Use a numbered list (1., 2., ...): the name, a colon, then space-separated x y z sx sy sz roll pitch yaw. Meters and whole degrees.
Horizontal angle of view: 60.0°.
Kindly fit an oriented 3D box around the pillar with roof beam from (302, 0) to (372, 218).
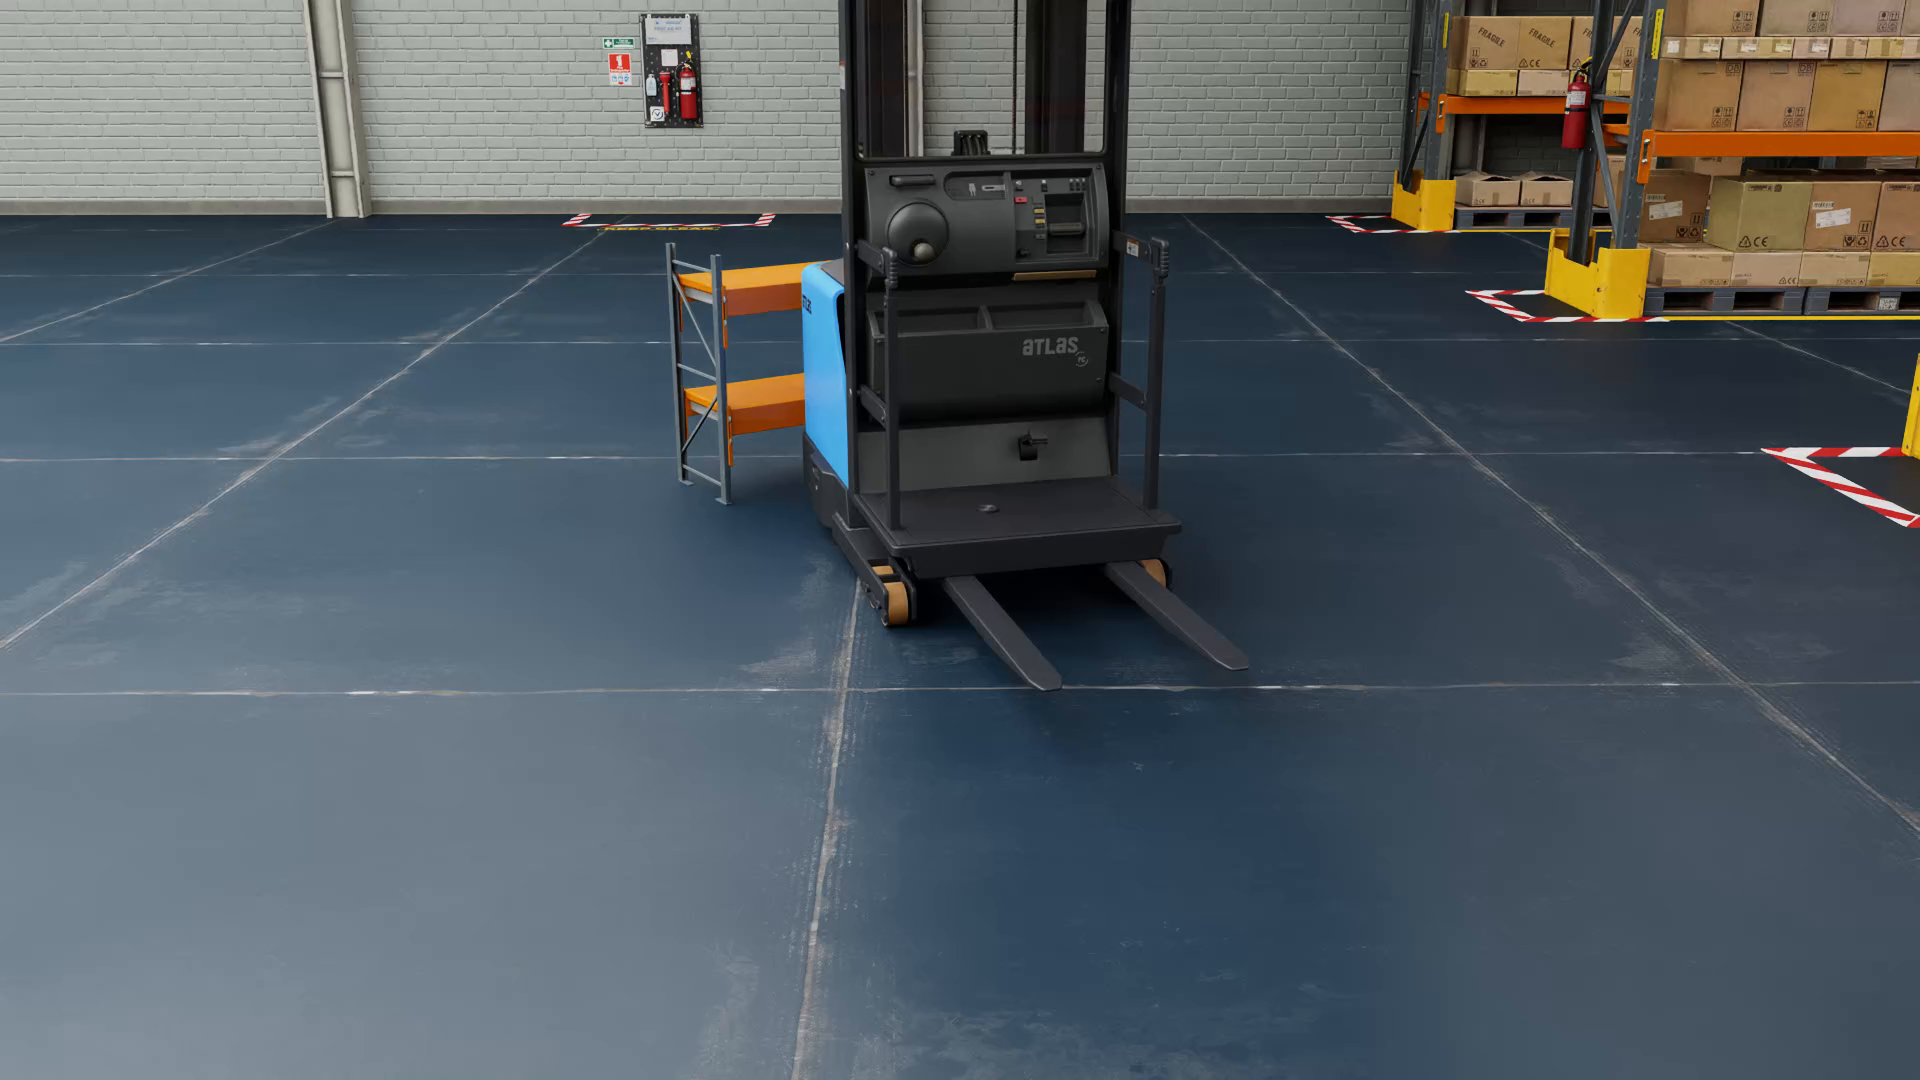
1. pillar with roof beam: -6.521 -6.473 12.495 0.400 9.000 9.100 0 18 -1

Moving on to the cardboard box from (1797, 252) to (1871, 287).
1. cardboard box: 6.345 -2.040 12.310 0.500 0.250 0.500 0 18 -1

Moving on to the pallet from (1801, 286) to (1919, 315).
1. pallet: 6.786 -1.902 12.632 1.213 0.211 1.003 0 18 -1

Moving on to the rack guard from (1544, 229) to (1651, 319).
1. rack guard: 4.781 -2.018 12.521 0.348 0.500 1.175 0 18 -1

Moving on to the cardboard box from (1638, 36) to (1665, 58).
1. cardboard box: 5.184 -3.625 12.212 0.250 0.149 0.380 -1 18 -2

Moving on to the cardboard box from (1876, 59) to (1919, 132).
1. cardboard box: 6.820 -3.263 12.145 0.500 0.500 0.700 0 18 1

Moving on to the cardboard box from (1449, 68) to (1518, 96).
1. cardboard box: 5.216 -4.565 16.581 0.500 0.250 0.500 -1 18 -2

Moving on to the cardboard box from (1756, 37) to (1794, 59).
1. cardboard box: 5.714 -3.504 11.835 0.250 0.149 0.380 0 18 -1

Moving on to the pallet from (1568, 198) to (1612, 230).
1. pallet: 6.829 -3.392 17.277 1.213 0.211 1.003 0 18 -1

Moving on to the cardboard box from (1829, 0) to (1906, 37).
1. cardboard box: 6.355 -3.880 11.943 0.500 0.500 0.700 0 18 -1

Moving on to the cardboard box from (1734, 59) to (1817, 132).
1. cardboard box: 5.797 -3.259 12.132 0.500 0.500 0.700 0 18 1

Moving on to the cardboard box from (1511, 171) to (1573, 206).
1. cardboard box: 5.987 -3.629 17.133 0.500 0.311 0.500 1 18 4

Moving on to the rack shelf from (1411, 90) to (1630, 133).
1. rack shelf: 6.723 -4.389 16.996 4.000 0.370 1.077 0 18 -1

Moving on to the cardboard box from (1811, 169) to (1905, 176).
1. cardboard box: 6.836 -2.561 12.708 0.500 0.500 0.500 0 18 -1

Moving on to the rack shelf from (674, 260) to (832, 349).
1. rack shelf: -0.770 -1.125 7.754 1.000 0.278 0.538 -12 21 -33

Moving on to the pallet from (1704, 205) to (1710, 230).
1. pallet: 8.052 -3.399 17.298 1.213 0.211 1.003 0 18 -1

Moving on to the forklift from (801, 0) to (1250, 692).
1. forklift: 0.166 -1.211 6.024 1.130 2.935 3.031 -5 18 -15

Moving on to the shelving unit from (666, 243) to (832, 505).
1. shelving unit: -0.770 -0.846 7.843 1.048 1.125 0.538 -12 21 -33

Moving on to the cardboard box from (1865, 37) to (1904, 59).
1. cardboard box: 6.489 -3.508 11.847 0.250 0.149 0.380 -1 18 -2

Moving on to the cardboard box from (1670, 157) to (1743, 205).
1. cardboard box: 7.686 -3.743 17.177 0.500 0.500 0.500 -2 18 -5

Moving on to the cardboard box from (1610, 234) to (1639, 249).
1. cardboard box: 5.337 -2.192 12.785 0.500 0.250 0.500 0 18 -1

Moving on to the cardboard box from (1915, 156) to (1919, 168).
1. cardboard box: 9.974 -3.787 17.313 0.500 0.500 0.700 -1 18 -2

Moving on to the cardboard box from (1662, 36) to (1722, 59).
1. cardboard box: 5.201 -3.501 11.826 0.250 0.149 0.380 0 18 -1

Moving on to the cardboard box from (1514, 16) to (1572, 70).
1. cardboard box: 5.700 -4.927 16.480 0.500 0.500 0.500 0 18 -1

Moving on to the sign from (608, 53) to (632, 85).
1. sign: -3.616 -5.006 17.683 0.234 0.329 0.001 0 18 -1

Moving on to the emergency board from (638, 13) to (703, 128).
1. emergency board: -3.061 -4.960 17.599 0.643 1.169 0.194 0 18 -1

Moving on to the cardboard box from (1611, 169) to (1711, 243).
1. cardboard box: 5.337 -2.550 12.672 0.500 0.500 0.500 0 18 -1

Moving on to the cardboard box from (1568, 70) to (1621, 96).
1. cardboard box: 6.245 -4.573 16.604 0.500 0.250 0.500 -1 18 -2

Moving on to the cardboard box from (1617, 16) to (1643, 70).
1. cardboard box: 6.732 -4.933 16.501 0.500 0.500 0.500 0 18 1

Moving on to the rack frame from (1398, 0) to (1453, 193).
1. rack frame: 4.723 -4.722 16.856 0.127 3.000 1.000 0 18 -1

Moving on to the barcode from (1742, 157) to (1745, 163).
1. barcode: 8.179 -3.983 17.402 0.075 0.075 0.001 0 18 -1

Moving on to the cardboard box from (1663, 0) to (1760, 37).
1. cardboard box: 5.325 -3.873 11.922 0.500 0.500 0.700 0 18 -1

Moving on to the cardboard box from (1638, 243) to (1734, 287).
1. cardboard box: 5.345 -2.034 12.292 0.500 0.250 0.500 0 18 -1

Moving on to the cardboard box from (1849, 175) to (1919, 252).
1. cardboard box: 6.845 -2.398 12.197 0.500 0.500 0.500 0 18 -1

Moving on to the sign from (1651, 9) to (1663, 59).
1. sign: 4.808 -3.489 11.467 0.005 0.325 0.100 0 18 -1

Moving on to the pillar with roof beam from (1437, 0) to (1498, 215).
1. pillar with roof beam: 5.478 -6.531 12.675 0.400 9.000 9.100 0 18 -1
